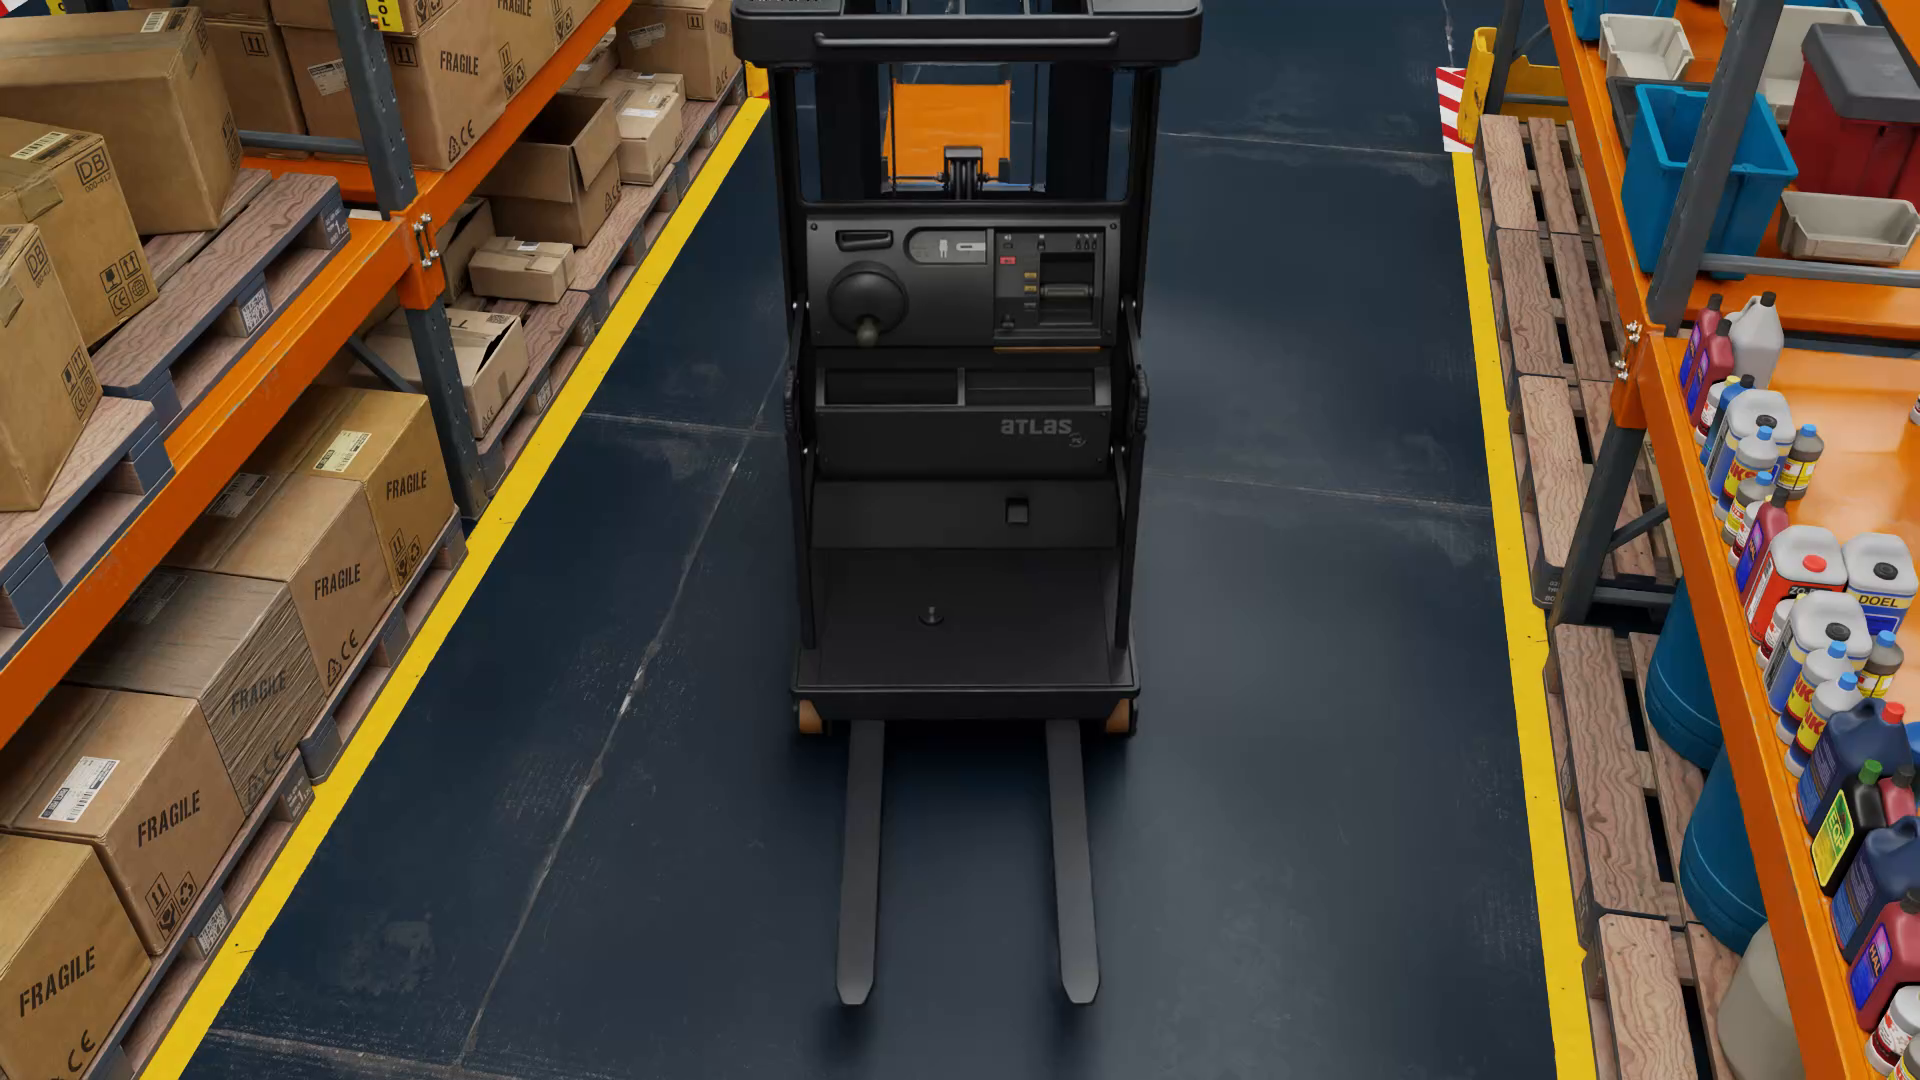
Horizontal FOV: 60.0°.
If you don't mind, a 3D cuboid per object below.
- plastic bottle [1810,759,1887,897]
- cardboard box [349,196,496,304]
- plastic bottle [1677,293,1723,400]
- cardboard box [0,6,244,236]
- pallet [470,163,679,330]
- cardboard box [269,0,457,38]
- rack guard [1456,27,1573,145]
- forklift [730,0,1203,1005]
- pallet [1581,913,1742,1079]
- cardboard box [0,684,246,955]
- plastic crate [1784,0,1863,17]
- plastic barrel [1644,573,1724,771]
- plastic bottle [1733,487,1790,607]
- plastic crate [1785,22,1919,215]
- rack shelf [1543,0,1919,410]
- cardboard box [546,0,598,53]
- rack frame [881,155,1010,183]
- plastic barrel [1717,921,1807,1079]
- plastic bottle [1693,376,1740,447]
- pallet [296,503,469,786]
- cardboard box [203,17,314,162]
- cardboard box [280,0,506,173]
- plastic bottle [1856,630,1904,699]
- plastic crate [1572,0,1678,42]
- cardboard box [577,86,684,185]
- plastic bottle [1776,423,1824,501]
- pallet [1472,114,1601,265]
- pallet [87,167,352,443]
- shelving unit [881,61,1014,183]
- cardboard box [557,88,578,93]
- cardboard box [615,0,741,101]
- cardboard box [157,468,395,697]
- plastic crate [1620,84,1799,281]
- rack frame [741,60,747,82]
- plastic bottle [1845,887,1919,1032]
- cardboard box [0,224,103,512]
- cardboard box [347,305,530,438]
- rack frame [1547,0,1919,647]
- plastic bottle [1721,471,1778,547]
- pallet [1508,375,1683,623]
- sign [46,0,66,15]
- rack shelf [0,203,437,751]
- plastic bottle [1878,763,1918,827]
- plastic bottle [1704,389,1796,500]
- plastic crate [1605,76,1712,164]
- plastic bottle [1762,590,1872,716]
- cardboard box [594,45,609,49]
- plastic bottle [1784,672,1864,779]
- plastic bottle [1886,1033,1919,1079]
[{"bbox_3d":[1.772,0.570,3.298,0.061,0.283,0.133,6,40,8],"label":"plastic bottle"},{"bbox_3d":[-2.368,-1.308,7.243,0.500,0.311,0.500,6,40,8],"label":"cardboard box"},{"bbox_3d":[2.077,-0.539,4.639,0.061,0.283,0.133,6,40,8],"label":"plastic bottle"},{"bbox_3d":[-2.619,-1.243,4.992,0.700,0.500,0.500,-6,40,-7],"label":"cardboard box"},{"bbox_3d":[-1.988,-1.439,7.826,1.003,0.211,1.213,6,40,8],"label":"pallet"},{"bbox_3d":[-1.958,-2.004,5.457,0.500,0.500,0.500,7,40,9],"label":"cardboard box"},{"bbox_3d":[3.245,-2.330,8.676,1.175,0.500,0.348,6,40,8],"label":"rack guard"},{"bbox_3d":[0.014,-0.692,4.787,1.130,2.935,3.031,0,40,0],"label":"forklift"},{"bbox_3d":[2.178,1.555,4.203,1.003,0.211,1.213,6,40,8],"label":"pallet"},{"bbox_3d":[-2.387,0.763,4.589,0.500,0.500,0.500,5,40,6],"label":"cardboard box"},{"bbox_3d":[3.150,-1.919,6.301,0.416,0.233,0.300,6,40,8],"label":"plastic crate"},{"bbox_3d":[2.450,0.219,4.948,0.600,0.901,0.708,6,40,8],"label":"plastic barrel"},{"bbox_3d":[1.924,0.018,3.965,0.061,0.283,0.133,6,40,8],"label":"plastic bottle"},{"bbox_3d":[2.963,-1.347,5.428,0.402,0.464,0.583,6,40,8],"label":"plastic crate"},{"bbox_3d":[2.907,-1.745,6.571,1.077,0.370,4.000,6,40,8],"label":"rack shelf"},{"bbox_3d":[-1.786,-2.279,6.574,0.500,0.500,0.500,6,40,7],"label":"cardboard box"},{"bbox_3d":[-0.064,-0.994,6.569,0.500,1.125,0.032,1,40,1],"label":"rack frame"},{"bbox_3d":[2.142,1.158,4.118,0.421,0.512,0.421,0,40,0],"label":"plastic barrel"},{"bbox_3d":[2.052,-0.349,4.474,0.097,0.201,0.097,0,40,0],"label":"plastic bottle"},{"bbox_3d":[-2.420,0.274,5.753,1.003,0.211,1.213,6,40,8],"label":"pallet"},{"bbox_3d":[-2.483,-1.696,5.869,0.500,0.500,0.500,7,40,8],"label":"cardboard box"},{"bbox_3d":[-1.960,-1.644,5.806,0.500,0.500,0.500,7,40,9],"label":"cardboard box"},{"bbox_3d":[2.031,0.287,3.705,0.097,0.201,0.097,0,40,0],"label":"plastic bottle"},{"bbox_3d":[2.606,-2.103,6.523,0.416,0.233,0.300,6,40,8],"label":"plastic crate"},{"bbox_3d":[-1.670,-1.974,8.097,0.500,0.250,0.500,6,40,8],"label":"cardboard box"},{"bbox_3d":[2.168,-0.210,4.306,0.097,0.201,0.097,0,40,0],"label":"plastic bottle"},{"bbox_3d":[3.072,-1.689,8.128,1.003,0.211,1.213,6,40,8],"label":"pallet"},{"bbox_3d":[-2.563,-0.752,4.956,1.003,0.211,1.213,6,40,8],"label":"pallet"},{"bbox_3d":[-0.051,-1.318,6.961,0.538,1.125,1.048,1,40,1],"label":"shelving unit"},{"bbox_3d":[-2.171,-1.998,8.125,0.500,0.250,0.500,6,40,8],"label":"cardboard box"},{"bbox_3d":[-1.476,-2.664,8.734,0.500,0.500,0.500,6,40,8],"label":"cardboard box"},{"bbox_3d":[-2.214,0.129,5.356,0.500,0.500,0.500,7,40,8],"label":"cardboard box"},{"bbox_3d":[2.306,-1.114,5.209,0.392,0.384,0.575,6,40,8],"label":"plastic crate"},{"bbox_3d":[-1.625,-3.826,8.523,1.000,3.000,0.127,6,40,8],"label":"rack frame"},{"bbox_3d":[1.716,0.770,3.056,0.061,0.283,0.133,6,40,8],"label":"plastic bottle"},{"bbox_3d":[-2.562,-0.400,3.972,0.700,0.500,0.500,-3,40,-4],"label":"cardboard box"},{"bbox_3d":[-2.031,-0.688,6.493,0.500,0.311,0.500,6,40,8],"label":"cardboard box"},{"bbox_3d":[2.561,-0.767,4.824,1.000,3.000,0.127,6,40,8],"label":"rack frame"},{"bbox_3d":[1.978,-0.081,4.150,0.097,0.201,0.097,0,40,0],"label":"plastic bottle"},{"bbox_3d":[2.650,-0.158,6.275,1.003,0.211,1.213,6,40,8],"label":"pallet"},{"bbox_3d":[-2.853,-1.704,5.278,0.100,0.325,0.005,6,40,8],"label":"sign"},{"bbox_3d":[-2.663,0.217,4.198,1.077,0.370,4.000,6,40,8],"label":"rack shelf"},{"bbox_3d":[1.831,0.577,3.289,0.061,0.283,0.133,6,40,8],"label":"plastic bottle"},{"bbox_3d":[2.042,-0.241,4.285,0.152,0.276,0.135,6,40,8],"label":"plastic bottle"},{"bbox_3d":[2.490,-1.416,5.778,0.437,0.125,0.590,6,40,8],"label":"plastic crate"},{"bbox_3d":[1.905,0.256,3.684,0.152,0.276,0.135,6,40,8],"label":"plastic bottle"},{"bbox_3d":[-2.079,-2.522,8.824,0.380,0.166,0.250,6,40,8],"label":"cardboard box"},{"bbox_3d":[1.841,0.389,3.527,0.097,0.271,0.097,0,40,0],"label":"plastic bottle"},{"bbox_3d":[1.698,0.937,2.918,0.097,0.201,0.097,0,40,0],"label":"plastic bottle"}]
